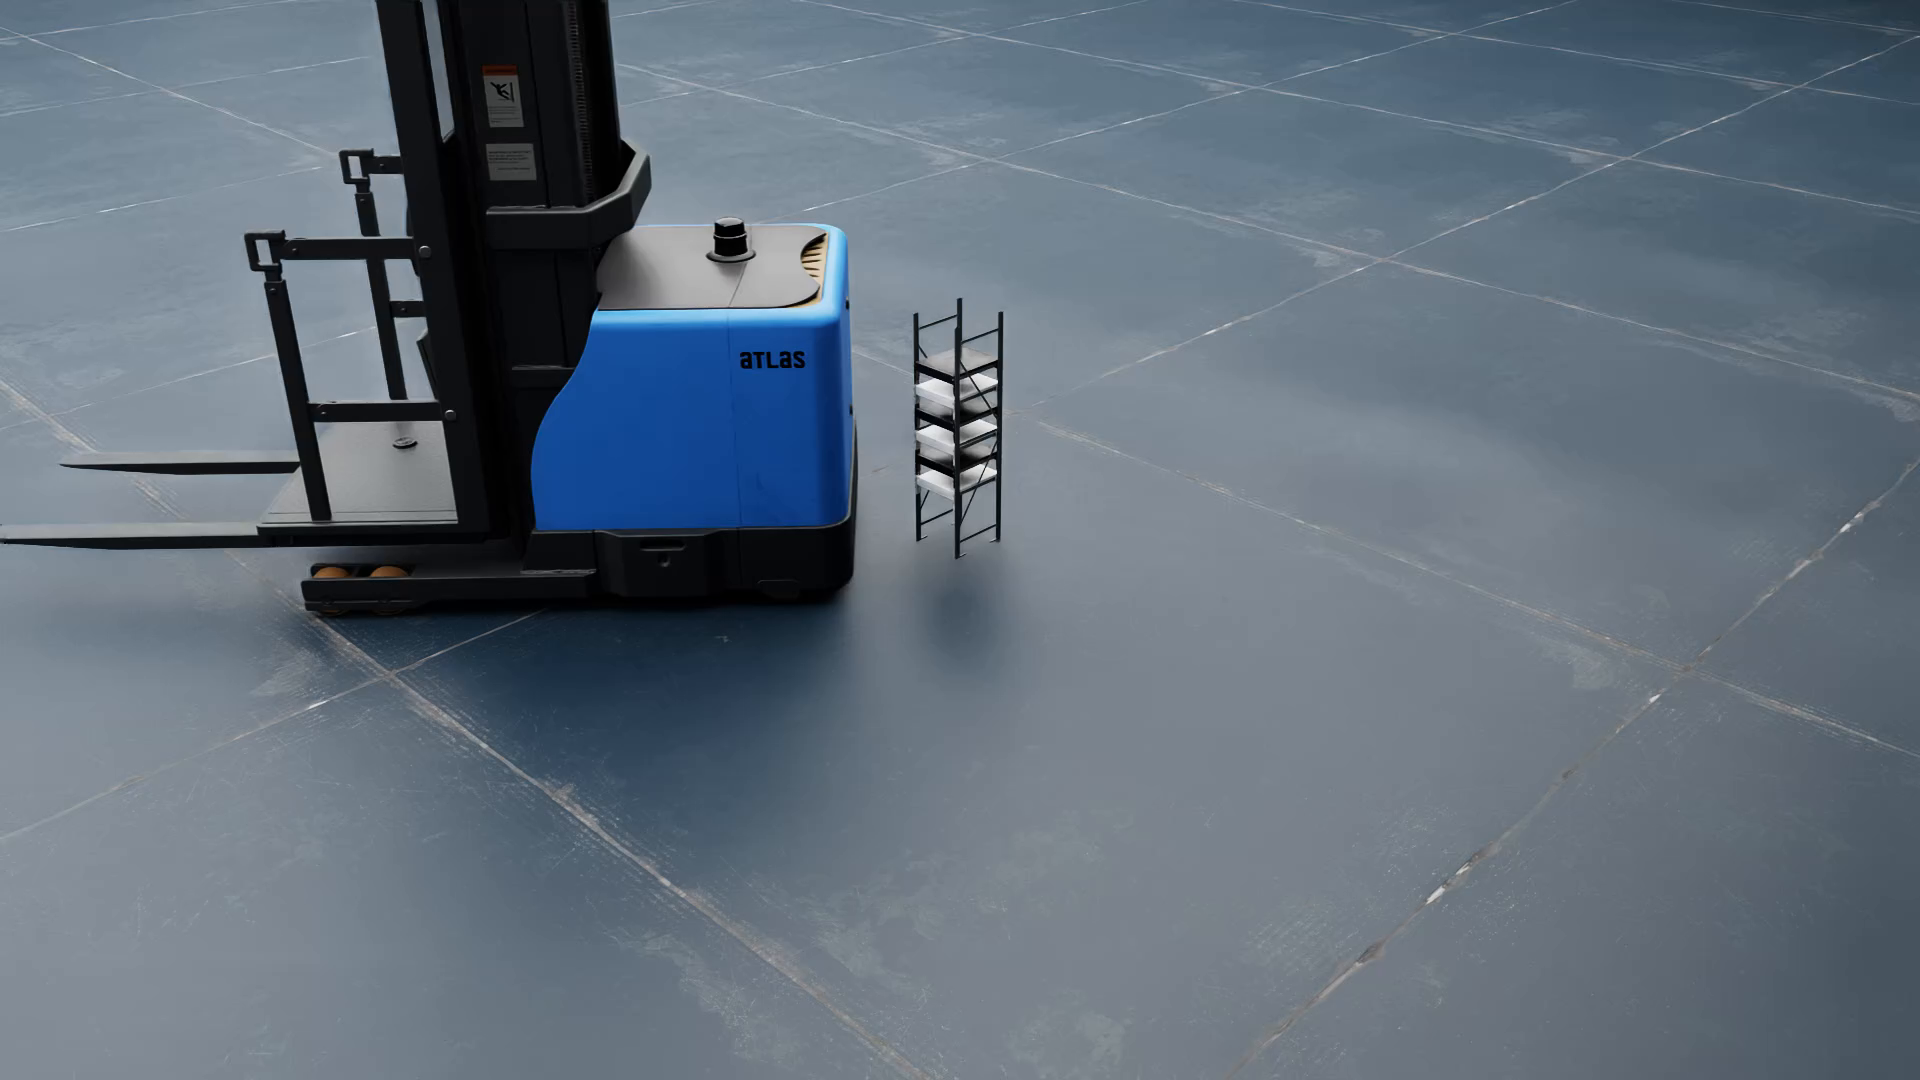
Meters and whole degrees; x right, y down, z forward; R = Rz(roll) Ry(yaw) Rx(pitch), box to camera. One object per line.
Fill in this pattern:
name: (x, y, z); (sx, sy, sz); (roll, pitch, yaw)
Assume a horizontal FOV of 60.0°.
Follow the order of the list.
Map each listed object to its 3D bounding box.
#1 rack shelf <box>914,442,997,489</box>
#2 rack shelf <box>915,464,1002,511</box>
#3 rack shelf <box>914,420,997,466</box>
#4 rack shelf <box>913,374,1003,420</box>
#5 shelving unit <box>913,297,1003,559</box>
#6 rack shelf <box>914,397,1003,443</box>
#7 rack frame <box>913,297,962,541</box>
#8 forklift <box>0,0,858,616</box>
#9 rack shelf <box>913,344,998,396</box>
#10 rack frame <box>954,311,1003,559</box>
rack shelf: (-0.006, -0.292, 6.103); (0.200, 0.077, 0.258); (25, 36, 38)
rack shelf: (-0.006, -0.212, 6.145); (0.200, 0.077, 0.258); (25, 36, 38)
rack shelf: (-0.006, -0.371, 6.061); (0.200, 0.077, 0.258); (25, 36, 38)
rack shelf: (-0.006, -0.531, 5.977); (0.200, 0.077, 0.258); (25, 36, 38)
shelving unit: (-0.006, -0.401, 6.046); (0.210, 0.900, 0.258); (25, 36, 38)
rack shelf: (-0.006, -0.451, 6.019); (0.200, 0.077, 0.258); (25, 36, 38)
rack frame: (-0.078, -0.434, 6.109); (0.006, 0.900, 0.240); (25, 36, 38)
forklift: (-1.905, -1.285, 5.544); (3.031, 2.935, 1.130); (-1, 28, -2)
rack shelf: (-0.006, -0.610, 5.935); (0.200, 0.077, 0.258); (25, 36, 38)
rack frame: (0.067, -0.368, 5.983); (0.006, 0.900, 0.240); (25, 36, 38)
